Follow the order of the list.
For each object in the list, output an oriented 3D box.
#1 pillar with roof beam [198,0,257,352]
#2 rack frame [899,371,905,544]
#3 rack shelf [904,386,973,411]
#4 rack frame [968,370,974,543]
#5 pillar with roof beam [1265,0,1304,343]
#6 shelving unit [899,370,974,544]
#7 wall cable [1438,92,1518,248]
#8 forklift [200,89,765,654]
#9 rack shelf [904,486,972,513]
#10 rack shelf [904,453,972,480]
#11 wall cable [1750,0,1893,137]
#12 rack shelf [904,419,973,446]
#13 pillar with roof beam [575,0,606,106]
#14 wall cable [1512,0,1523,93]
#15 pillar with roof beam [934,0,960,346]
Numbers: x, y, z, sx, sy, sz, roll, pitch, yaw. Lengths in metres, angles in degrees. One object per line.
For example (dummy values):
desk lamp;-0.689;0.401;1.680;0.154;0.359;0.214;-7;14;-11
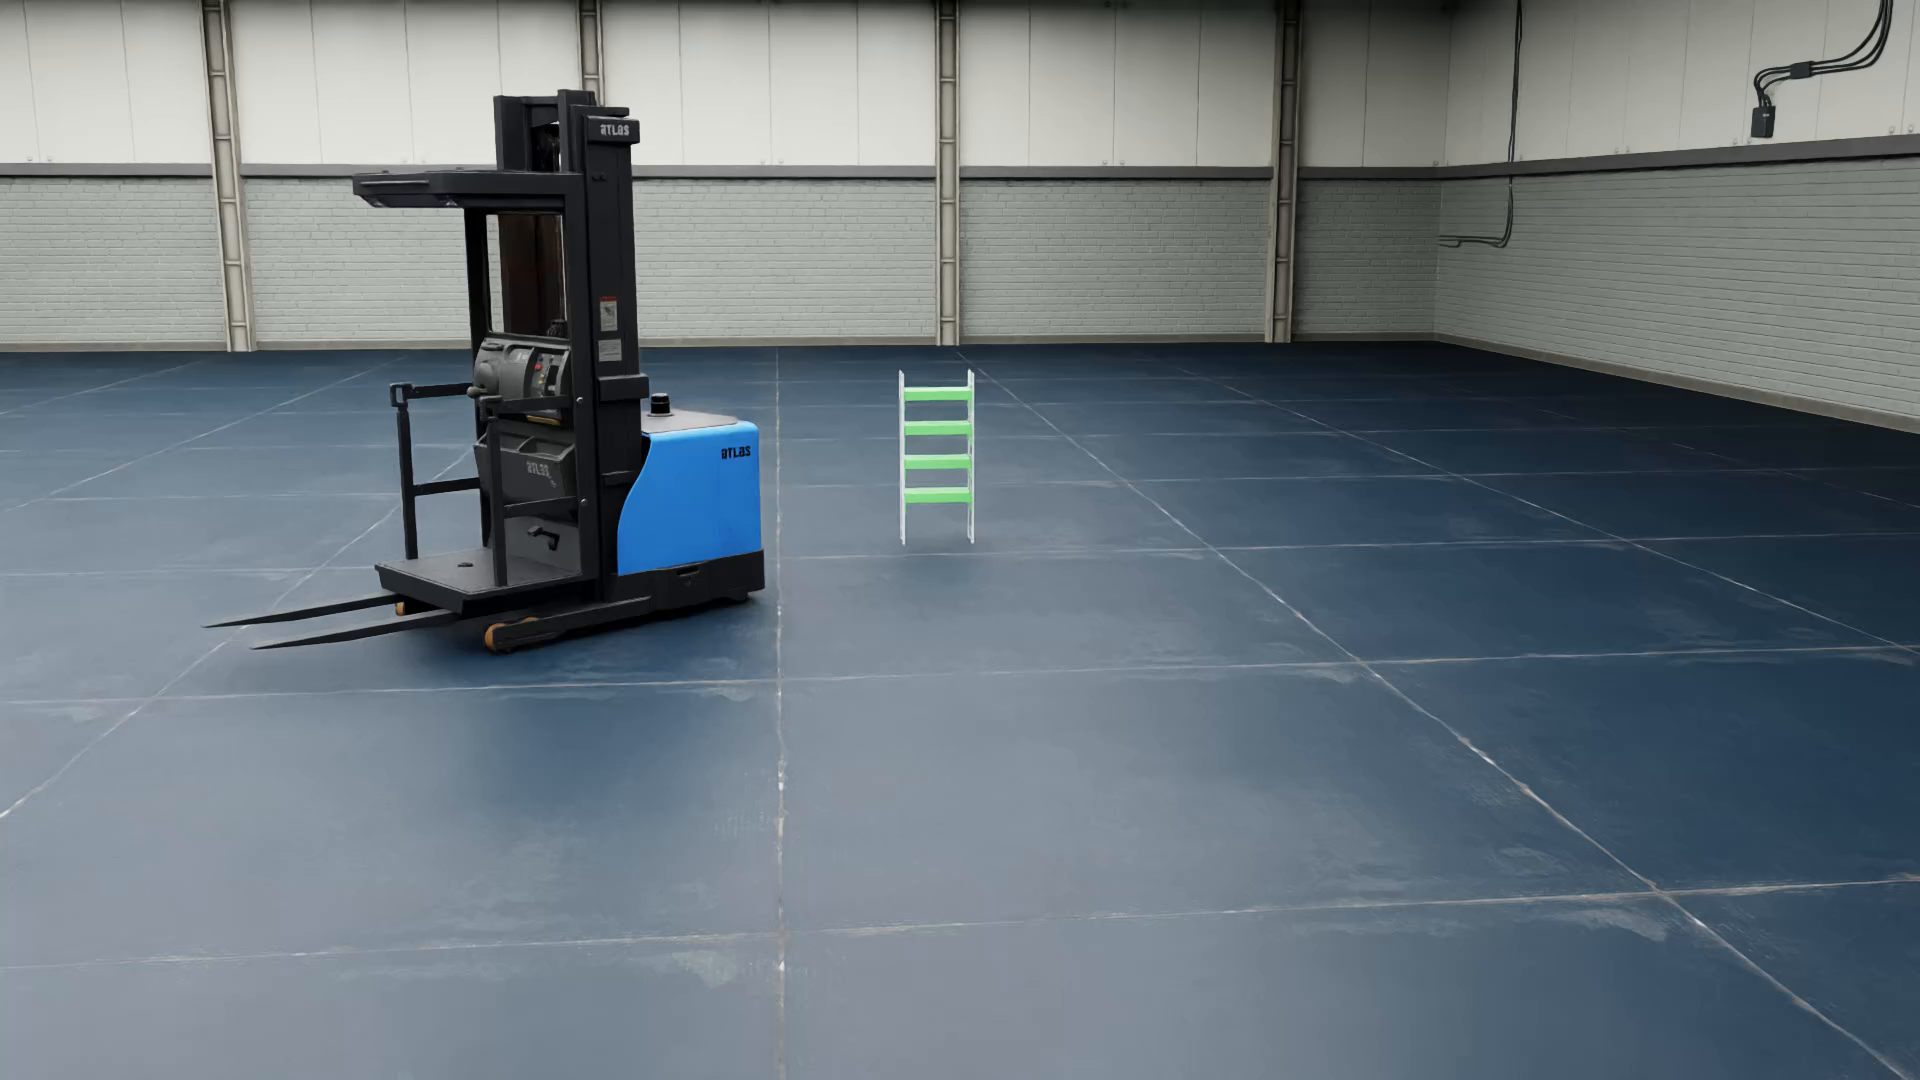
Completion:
pillar with roof beam;-11.687;-6.793;23.093;0.400;9.000;9.100;-1;11;-6
rack frame;-0.407;-0.580;11.709;0.015;1.200;0.240;-1;11;-6
rack shelf;-0.165;-0.994;11.654;0.480;0.148;0.258;-1;11;-6
rack frame;0.078;-0.590;11.761;0.015;1.200;0.240;-1;11;-6
pillar with roof beam;6.207;-7.168;25.000;0.400;9.000;9.100;-1;11;-6
shelving unit;-0.165;-0.585;11.735;0.503;1.200;0.258;-1;11;-6
wall cable;8.814;-6.278;28.522;0.112;2.526;3.097;-1;11;-6
forklift;-2.579;-0.945;9.078;3.031;2.935;1.130;-11;15;-44
rack shelf;-0.165;-0.287;11.793;0.480;0.148;0.258;-1;11;-6
rack shelf;-0.165;-0.523;11.747;0.480;0.148;0.258;-1;11;-6
wall cable;9.824;-7.649;18.632;0.169;6.003;2.305;-1;11;-6
rack shelf;-0.165;-0.758;11.701;0.480;0.148;0.258;-1;11;-6
pillar with roof beam;-5.722;-6.918;23.729;0.400;9.000;9.100;-1;11;-6
wall cable;9.106;-8.237;25.396;0.112;2.526;3.097;-1;11;-6
pillar with roof beam;0.243;-7.043;24.365;0.400;9.000;9.100;-1;11;-6
